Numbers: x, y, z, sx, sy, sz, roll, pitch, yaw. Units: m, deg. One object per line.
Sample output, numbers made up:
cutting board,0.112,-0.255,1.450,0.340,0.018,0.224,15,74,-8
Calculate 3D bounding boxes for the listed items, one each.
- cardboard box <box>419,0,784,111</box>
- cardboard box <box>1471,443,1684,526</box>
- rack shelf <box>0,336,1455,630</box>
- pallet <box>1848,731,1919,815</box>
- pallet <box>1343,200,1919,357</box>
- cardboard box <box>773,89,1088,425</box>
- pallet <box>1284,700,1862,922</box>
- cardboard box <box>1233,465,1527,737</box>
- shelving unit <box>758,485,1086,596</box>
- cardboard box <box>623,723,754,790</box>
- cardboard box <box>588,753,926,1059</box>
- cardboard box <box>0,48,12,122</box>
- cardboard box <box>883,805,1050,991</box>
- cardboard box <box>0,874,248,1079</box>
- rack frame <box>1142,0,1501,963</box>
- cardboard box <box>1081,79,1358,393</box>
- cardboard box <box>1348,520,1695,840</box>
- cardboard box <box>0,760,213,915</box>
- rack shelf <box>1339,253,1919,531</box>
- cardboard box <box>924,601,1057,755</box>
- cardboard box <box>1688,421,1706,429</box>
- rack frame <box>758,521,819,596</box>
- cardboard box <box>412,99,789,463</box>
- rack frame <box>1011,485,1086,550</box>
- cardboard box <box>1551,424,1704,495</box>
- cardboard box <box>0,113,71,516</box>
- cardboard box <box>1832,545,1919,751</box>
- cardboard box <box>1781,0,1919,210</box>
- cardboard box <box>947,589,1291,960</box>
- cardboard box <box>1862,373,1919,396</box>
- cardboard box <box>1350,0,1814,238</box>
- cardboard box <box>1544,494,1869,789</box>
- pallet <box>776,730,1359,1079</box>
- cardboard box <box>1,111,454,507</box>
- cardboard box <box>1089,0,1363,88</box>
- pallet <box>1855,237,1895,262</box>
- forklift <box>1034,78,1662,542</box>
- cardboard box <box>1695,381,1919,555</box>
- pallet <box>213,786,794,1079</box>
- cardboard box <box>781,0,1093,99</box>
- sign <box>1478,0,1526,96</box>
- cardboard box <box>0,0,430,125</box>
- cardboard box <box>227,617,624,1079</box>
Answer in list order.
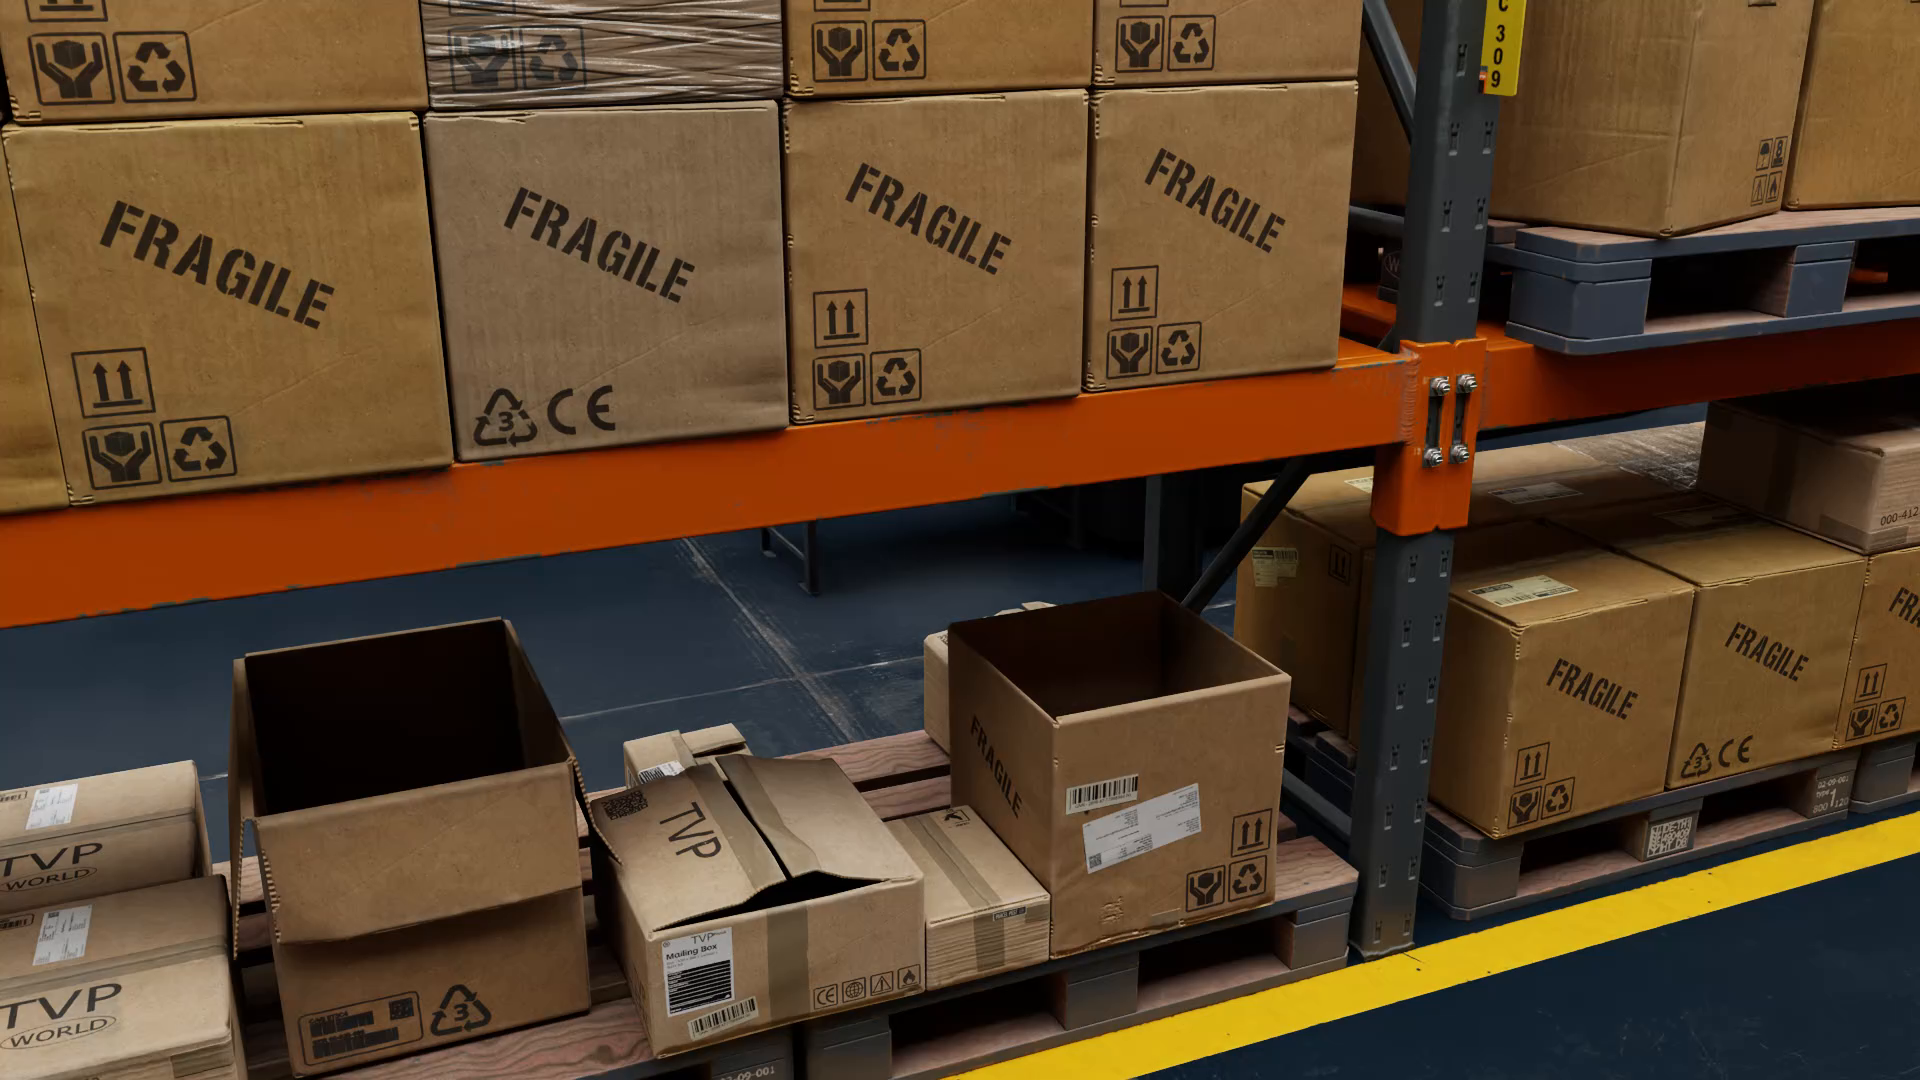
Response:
cardboard box,-0.583,-0.925,2.477,0.500,0.500,0.500,-8,21,-21
cardboard box,1.508,0.070,4.407,0.500,0.500,0.500,-8,21,-22
rack shelf,-1.125,-0.084,2.827,4.000,0.370,1.077,-8,21,-22
pallet,2.565,0.349,4.714,1.213,0.211,1.003,-8,21,-22
pallet,1.488,-0.668,3.691,1.213,0.211,1.003,-8,21,-22
cardboard box,-0.119,-0.521,2.835,0.500,0.500,0.500,-8,21,-20
pallet,1.443,0.510,4.255,1.213,0.211,1.003,-8,21,-22
cardboard box,1.051,0.133,4.229,0.500,0.500,0.500,-8,21,-22
shelving unit,-0.137,-0.673,5.676,1.048,1.500,0.538,-9,21,-25
cardboard box,-0.550,0.549,3.551,0.250,0.166,0.380,-8,21,-22
cardboard box,-0.388,0.635,3.090,0.500,0.311,0.500,-8,21,-22
cardboard box,-1.512,-0.792,2.100,0.500,0.500,0.500,-8,21,-21
cardboard box,-0.020,0.680,3.205,0.250,0.149,0.380,-8,21,-22
cardboard box,-1.432,0.813,2.675,0.500,0.250,0.500,-8,21,-22
rack frame,0.711,-0.686,3.455,0.127,3.000,1.000,-8,21,-22
cardboard box,0.354,-0.589,3.029,0.500,0.500,0.500,-8,21,-21
cardboard box,1.252,0.296,3.767,0.500,0.500,0.500,-9,21,-24
cardboard box,-1.676,0.667,3.089,0.500,0.250,0.500,-8,21,-22
rack shelf,2.547,-0.610,4.322,4.000,0.370,1.077,-8,21,-22
cardboard box,0.240,0.364,3.859,0.500,0.311,0.500,-8,21,-22
cardboard box,2.435,-0.063,4.786,0.500,0.500,0.500,-9,21,-24
rack frame,-0.593,-0.599,5.464,0.032,1.500,0.500,-9,21,-25
cardboard box,-0.590,-0.453,2.641,0.500,0.500,0.500,-8,21,-21
rack frame,0.319,-0.748,5.888,0.032,1.500,0.500,-9,21,-25
cardboard box,1.969,0.005,4.594,0.500,0.500,0.500,-8,21,-21
cardboard box,-1.516,-0.320,2.264,0.500,0.500,0.500,-8,21,-22
cardboard box,2.199,0.159,4.156,0.500,0.500,0.500,-8,21,-21
cardboard box,1.841,-1.035,3.664,0.500,0.500,0.700,-5,20,-13
cardboard box,0.300,0.447,3.338,0.500,0.500,0.500,-8,21,-22
cardboard box,2.630,-0.256,4.204,0.500,0.250,0.500,-9,21,-23
cardboard box,1.235,-0.926,3.352,0.500,0.500,0.700,-17,26,-40
cardboard box,1.737,0.222,3.975,0.500,0.500,0.500,-8,21,-21
pallet,0.080,0.719,3.662,1.213,0.211,1.003,-8,21,-22
cardboard box,-1.057,-0.385,2.449,0.500,0.500,0.500,-8,21,-21
cardboard box,0.349,-1.060,2.859,0.500,0.500,0.500,-8,21,-22
pallet,2.600,-0.865,4.251,1.213,0.211,1.003,-8,21,-22
forklift,1.669,-1.674,6.363,3.031,2.935,1.130,-9,21,-25
cardboard box,2.170,-0.189,4.016,0.500,0.250,0.500,-8,21,-22
pallet,-1.042,0.881,3.203,1.213,0.211,1.003,-8,21,-22
cardboard box,-0.120,-0.991,2.665,0.500,0.500,0.500,-9,21,-23
sign,0.933,-0.930,2.844,0.005,0.325,0.100,-8,21,-22
cardboard box,-1.045,-0.859,2.290,0.500,0.500,0.500,-8,21,-22
cardboard box,-1.012,0.532,3.090,0.637,0.503,0.797,-8,21,-22
